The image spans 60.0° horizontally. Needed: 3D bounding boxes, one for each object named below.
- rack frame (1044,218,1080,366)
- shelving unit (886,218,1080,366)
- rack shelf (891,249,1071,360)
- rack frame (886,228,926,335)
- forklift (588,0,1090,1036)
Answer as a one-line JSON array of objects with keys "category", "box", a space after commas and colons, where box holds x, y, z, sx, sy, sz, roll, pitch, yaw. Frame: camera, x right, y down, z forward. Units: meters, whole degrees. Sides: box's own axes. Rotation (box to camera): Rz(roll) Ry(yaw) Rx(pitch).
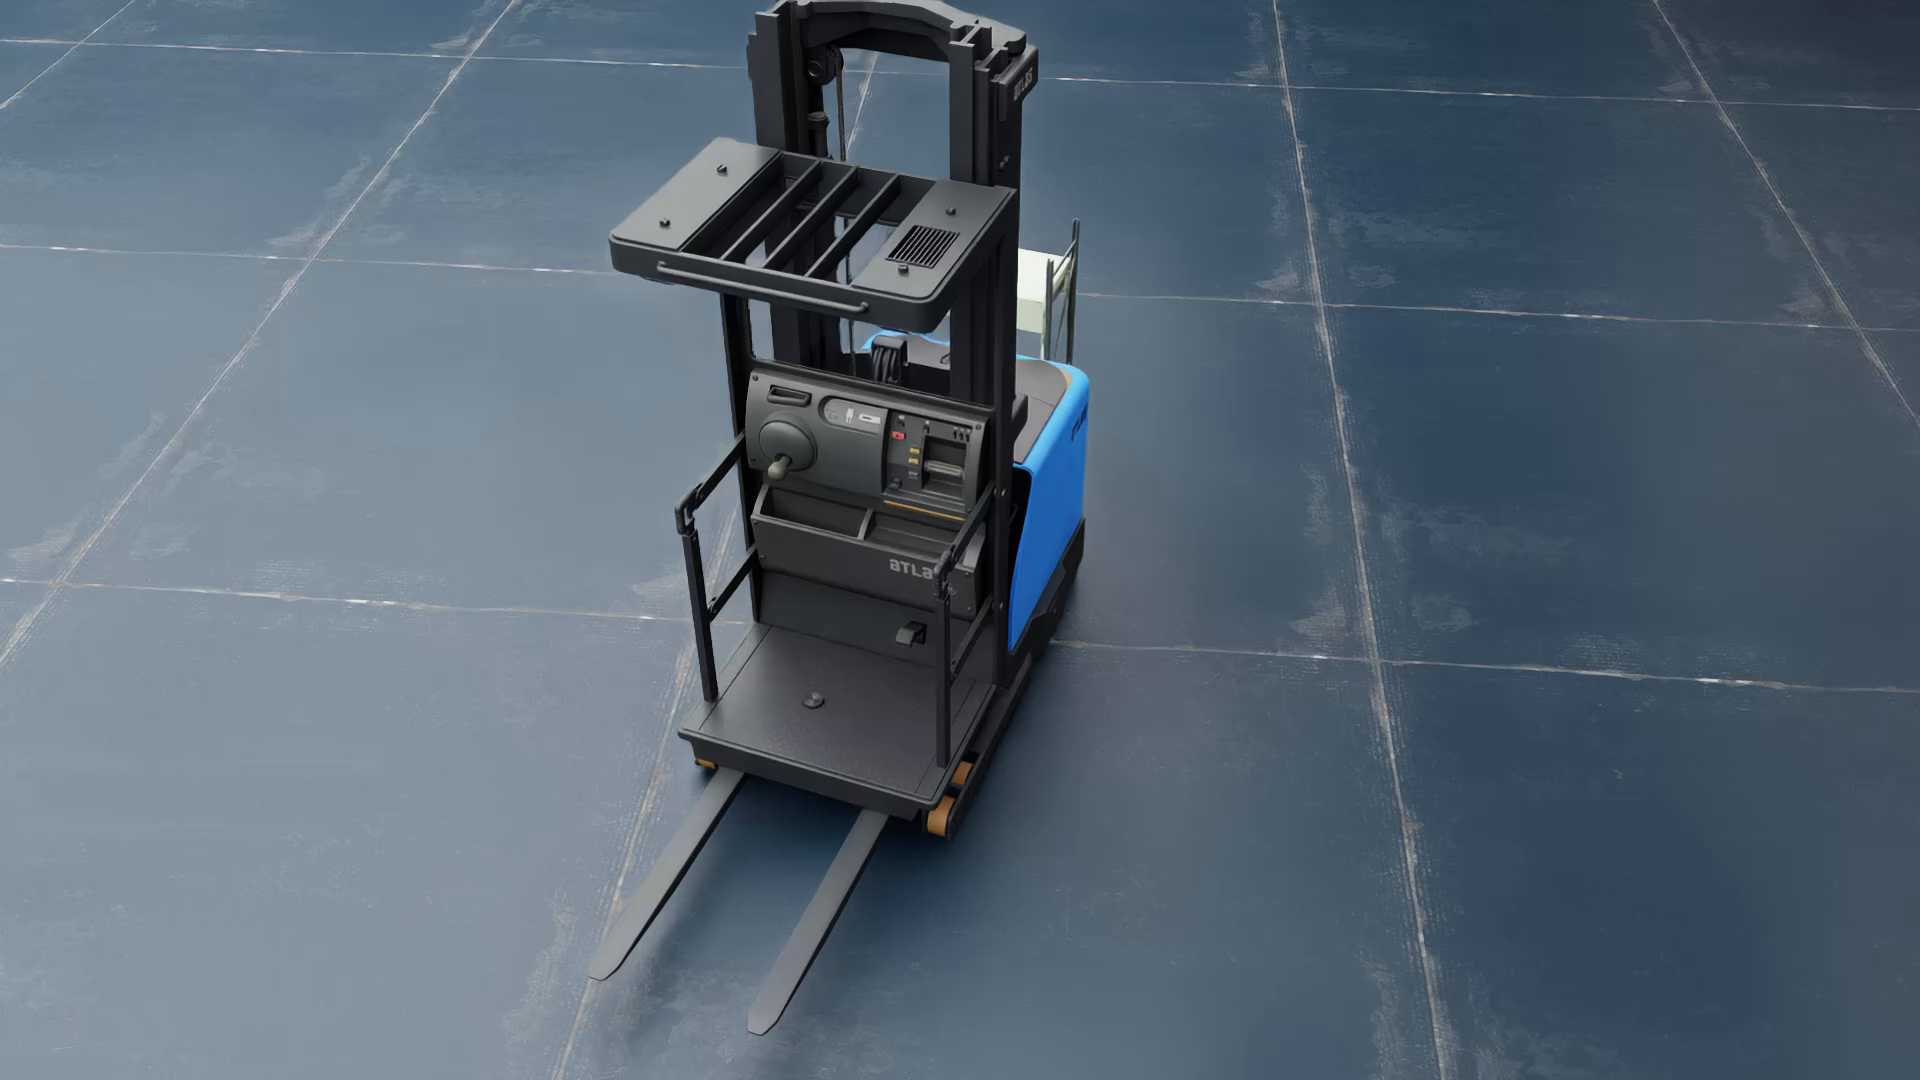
[{"category": "rack frame", "box": [0.444, -0.705, 7.598, 0.023, 1.500, 0.400, 13, 41, 16]}, {"category": "shelving unit", "box": [0.101, -0.786, 7.697, 0.755, 1.500, 0.431, 13, 41, 16]}, {"category": "rack shelf", "box": [0.101, -1.088, 7.451, 0.720, 0.370, 0.431, 13, 41, 16]}, {"category": "rack frame", "box": [-0.242, -0.867, 7.797, 0.023, 1.500, 0.400, 13, 41, 16]}, {"category": "forklift", "box": [-0.430, -0.280, 5.943, 1.130, 2.935, 3.031, 14, 41, 16]}]
